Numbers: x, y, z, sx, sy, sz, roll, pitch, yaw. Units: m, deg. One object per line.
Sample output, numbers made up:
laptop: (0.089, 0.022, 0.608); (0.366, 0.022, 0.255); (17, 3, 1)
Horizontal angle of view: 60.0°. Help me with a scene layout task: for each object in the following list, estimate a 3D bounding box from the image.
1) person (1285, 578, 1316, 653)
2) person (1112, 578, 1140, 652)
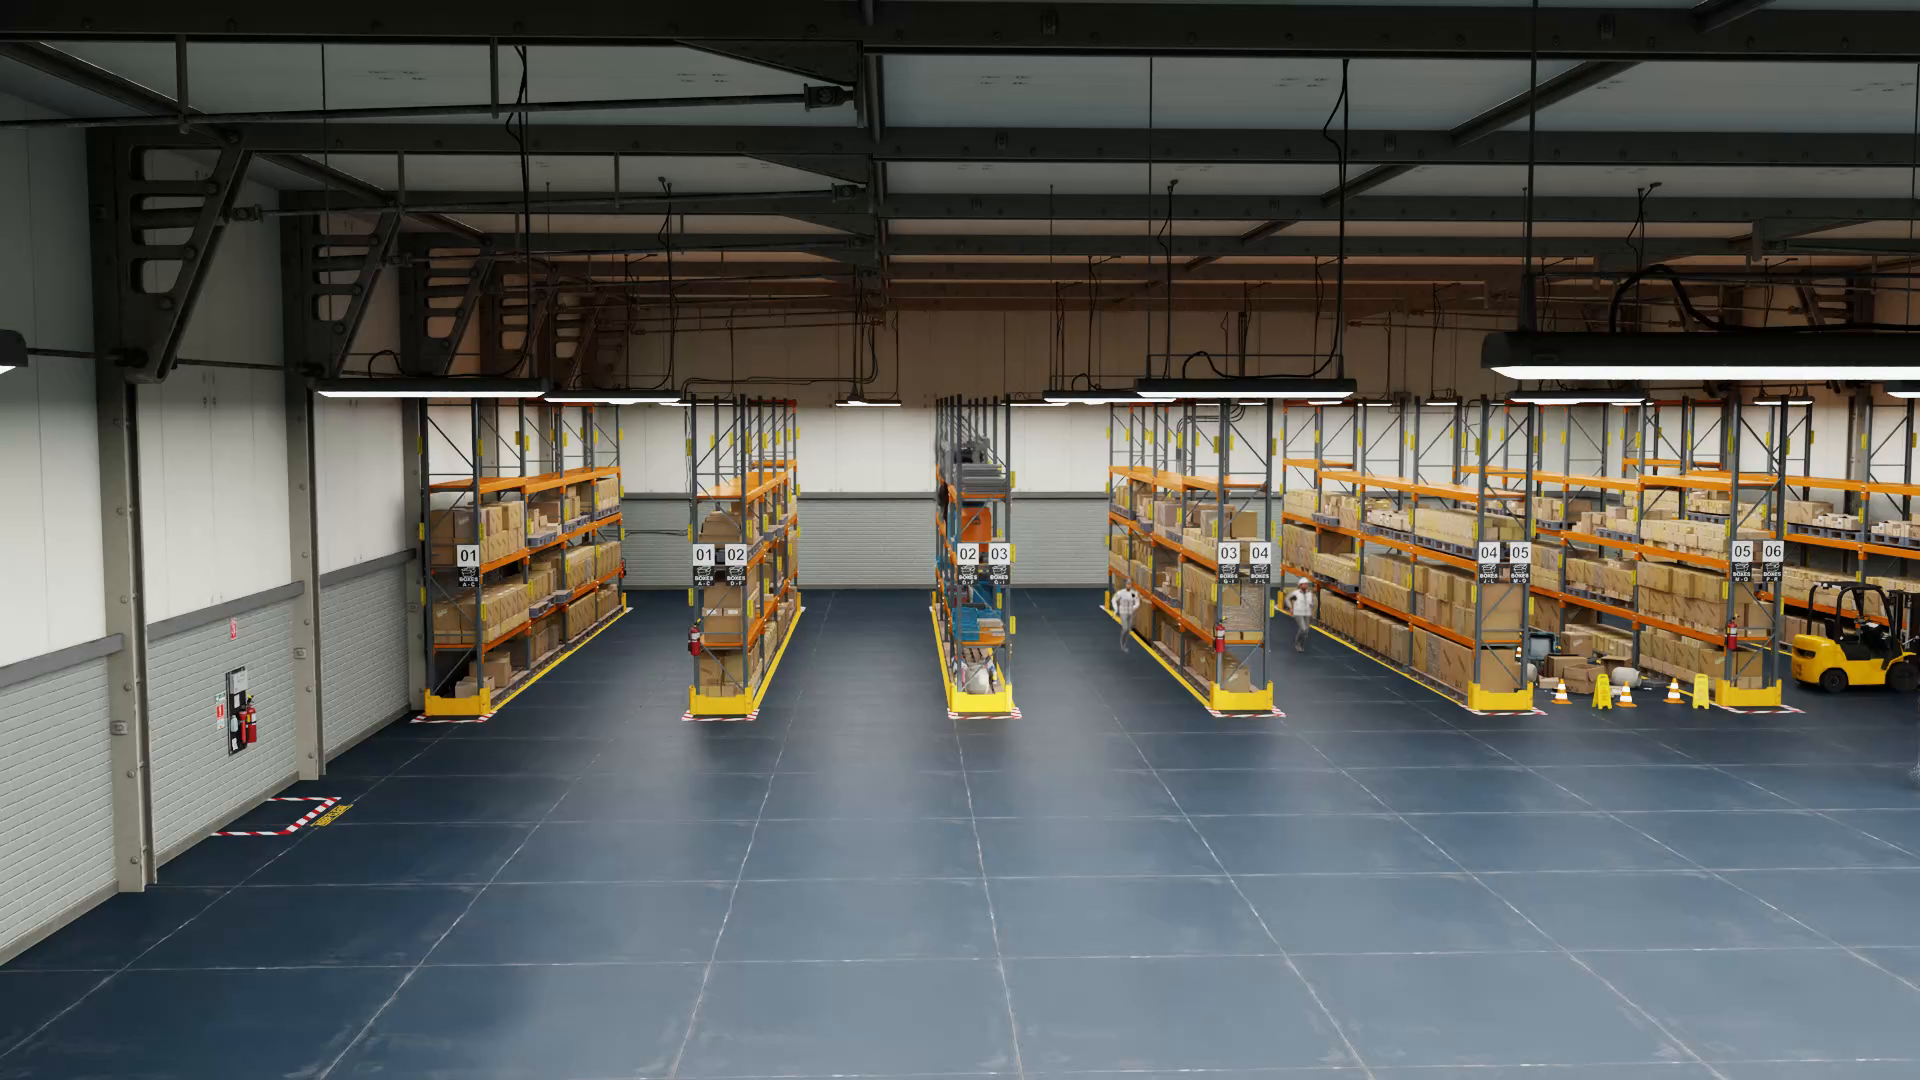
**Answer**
person: (8.054, 1.765, 39.042); (0.644, 1.751, 0.642); (-1, 5, -18)
person: (3.738, 1.678, 37.175); (0.583, 1.690, 0.695); (-1, 5, -10)
